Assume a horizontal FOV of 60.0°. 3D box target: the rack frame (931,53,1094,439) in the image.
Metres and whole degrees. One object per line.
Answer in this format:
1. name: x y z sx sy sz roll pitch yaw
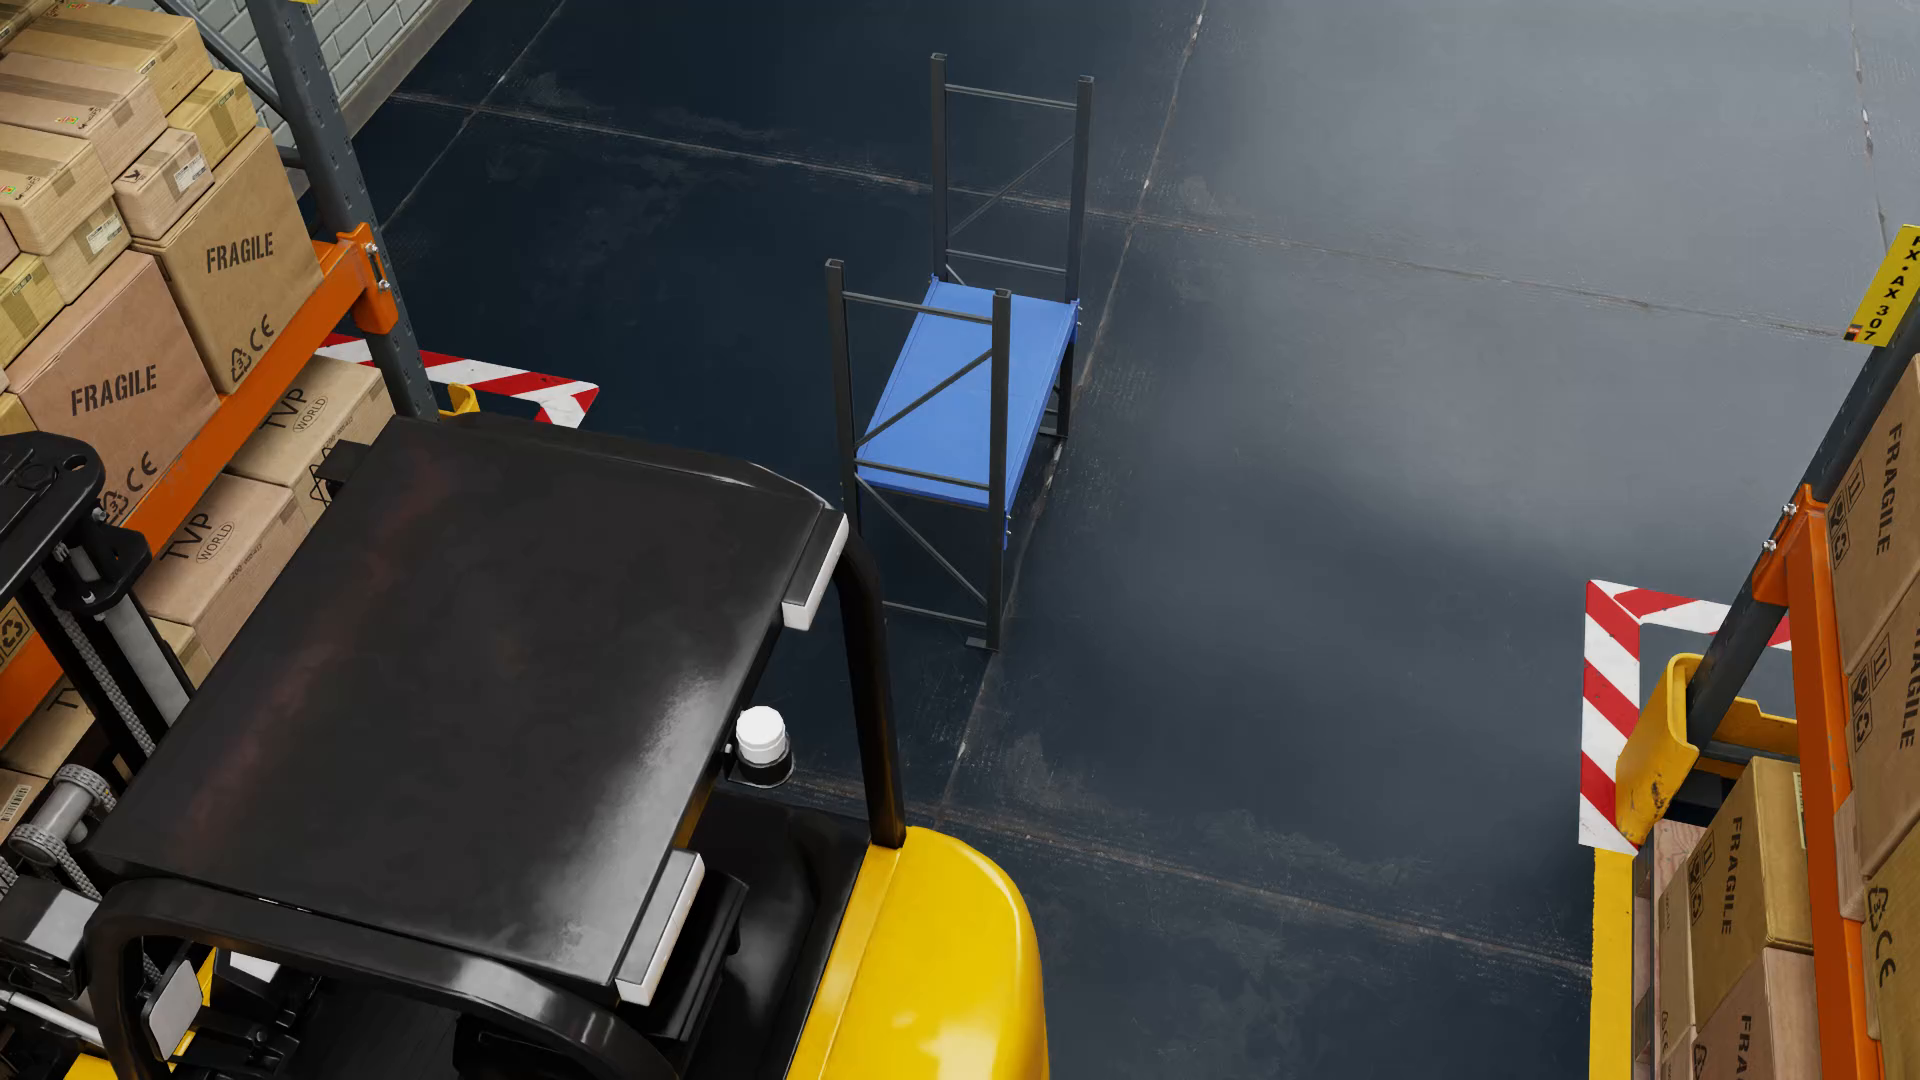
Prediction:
1. rack frame: 0.156 -0.926 5.567 0.500 1.500 0.032 12 50 10

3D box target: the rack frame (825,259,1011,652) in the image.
1. rack frame: -0.111 -0.190 4.918 0.500 1.500 0.032 12 50 10

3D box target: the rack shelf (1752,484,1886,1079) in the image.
1. rack shelf: 2.058 1.522 2.886 1.077 0.370 4.000 12 50 10

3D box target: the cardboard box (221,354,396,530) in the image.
1. cardboard box: -2.025 -0.304 4.905 0.500 0.250 0.500 13 50 11

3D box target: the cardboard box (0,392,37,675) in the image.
1. cardboard box: -2.361 -0.020 3.701 0.500 0.500 0.500 11 49 9

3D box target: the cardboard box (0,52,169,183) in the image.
1. cardboard box: -2.131 -1.000 3.934 0.380 0.149 0.250 12 50 10

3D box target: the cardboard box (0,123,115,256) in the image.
1. cardboard box: -2.174 -0.805 3.763 0.380 0.149 0.250 13 50 11

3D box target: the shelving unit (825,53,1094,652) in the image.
1. shelving unit: 0.022 -0.558 5.242 0.538 1.500 1.048 12 50 10

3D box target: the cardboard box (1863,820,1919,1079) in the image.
1. cardboard box: 1.926 0.738 2.833 0.500 0.500 0.500 11 49 9

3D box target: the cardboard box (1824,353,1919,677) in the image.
1. cardboard box: 2.193 -0.006 3.490 0.500 0.500 0.500 11 49 9

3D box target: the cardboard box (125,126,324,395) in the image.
1. cardboard box: -2.081 -0.764 4.357 0.500 0.500 0.500 11 49 9

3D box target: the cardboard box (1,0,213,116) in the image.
1. cardboard box: -2.096 -1.185 4.097 0.380 0.149 0.250 12 50 10

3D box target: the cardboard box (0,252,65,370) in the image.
1. cardboard box: -2.268 -0.537 3.724 0.380 0.149 0.250 11 50 10

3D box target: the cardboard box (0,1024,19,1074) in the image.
1. cardboard box: -2.425 0.979 4.105 0.500 0.250 0.500 11 50 10

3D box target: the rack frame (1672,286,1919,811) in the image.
1. rack frame: 2.585 -0.162 3.893 1.000 3.000 0.127 12 50 10

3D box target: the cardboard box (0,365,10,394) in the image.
1. cardboard box: -2.293 -0.335 3.546 0.380 0.149 0.250 10 49 9

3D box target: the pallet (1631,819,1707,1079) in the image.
1. pallet: 2.317 1.396 4.377 1.003 0.211 1.213 12 50 10

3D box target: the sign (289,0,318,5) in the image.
1. sign: -1.685 -1.484 4.128 0.100 0.325 0.005 12 50 10

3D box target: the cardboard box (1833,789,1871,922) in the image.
1. cardboard box: 1.984 0.661 3.333 0.380 0.149 0.250 12 50 11

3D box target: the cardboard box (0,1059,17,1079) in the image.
1. cardboard box: -2.558 1.345 3.783 0.500 0.250 0.500 11 50 10

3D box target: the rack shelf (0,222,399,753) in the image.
1. rack shelf: -2.731 0.546 3.748 1.077 0.370 4.000 12 50 10

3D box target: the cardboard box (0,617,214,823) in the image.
1. cardboard box: -2.277 0.433 4.254 0.500 0.250 0.500 12 50 11

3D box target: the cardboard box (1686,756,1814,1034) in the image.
1. cardboard box: 2.100 0.907 4.003 0.500 0.500 0.500 10 49 9

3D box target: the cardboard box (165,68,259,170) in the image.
1. cardboard box: -2.026 -1.081 4.204 0.380 0.149 0.250 12 50 11

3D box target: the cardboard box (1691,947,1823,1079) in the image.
1. cardboard box: 1.967 1.286 3.668 0.500 0.500 0.500 10 49 9

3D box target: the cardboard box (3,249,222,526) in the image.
1. cardboard box: -2.227 -0.391 4.028 0.500 0.500 0.500 13 50 11

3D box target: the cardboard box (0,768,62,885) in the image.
1. cardboard box: -2.418 0.798 3.932 0.500 0.250 0.500 11 49 9

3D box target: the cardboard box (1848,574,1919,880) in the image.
1. cardboard box: 2.059 0.369 3.158 0.500 0.500 0.500 13 50 11

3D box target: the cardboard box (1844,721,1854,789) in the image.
1. cardboard box: 2.095 0.487 3.487 0.380 0.149 0.250 10 49 9

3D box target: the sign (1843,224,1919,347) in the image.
1. sign: 2.061 -0.556 3.662 0.100 0.325 0.005 12 50 10

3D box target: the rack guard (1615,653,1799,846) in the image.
1. rack guard: 2.565 0.720 4.781 1.175 0.500 0.348 12 50 10

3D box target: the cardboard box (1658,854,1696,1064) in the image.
1. cardboard box: 2.106 1.137 4.299 0.500 0.250 0.500 11 50 10

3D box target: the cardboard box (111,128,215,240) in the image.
1. cardboard box: -2.064 -0.890 4.036 0.380 0.149 0.250 12 50 11

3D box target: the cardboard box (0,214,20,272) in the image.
1. cardboard box: -2.311 -0.640 3.617 0.380 0.149 0.250 12 50 10

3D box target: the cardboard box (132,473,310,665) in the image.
1. cardboard box: -2.154 0.066 4.578 0.500 0.250 0.500 12 50 11

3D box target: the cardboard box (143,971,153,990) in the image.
1. cardboard box: -2.419 1.132 4.304 0.500 0.250 0.500 13 50 11

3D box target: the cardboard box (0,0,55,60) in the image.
1. cardboard box: -2.499 -1.285 4.185 0.380 0.149 0.250 11 49 9

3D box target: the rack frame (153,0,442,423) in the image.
1. rack frame: -2.205 -1.139 4.755 1.000 3.000 0.127 12 50 10

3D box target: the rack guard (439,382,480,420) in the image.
1. rack guard: -2.199 -0.329 5.707 1.175 0.500 0.348 12 50 10

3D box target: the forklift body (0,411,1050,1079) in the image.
1. forklift body: -0.944 0.873 3.545 2.313 2.155 1.214 12 50 10

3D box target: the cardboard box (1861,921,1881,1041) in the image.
1. cardboard box: 1.948 0.855 3.162 0.380 0.149 0.250 13 50 11

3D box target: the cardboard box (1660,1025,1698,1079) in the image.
1. cardboard box: 1.964 1.505 3.975 0.500 0.250 0.500 13 50 11

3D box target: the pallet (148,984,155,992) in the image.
1. pallet: -2.689 1.225 4.528 1.003 0.211 1.213 12 50 10

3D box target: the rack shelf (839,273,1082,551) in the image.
1. rack shelf: 0.022 -0.439 5.377 0.538 0.185 1.000 12 50 10

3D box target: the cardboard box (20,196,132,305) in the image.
1. cardboard box: -2.192 -0.714 3.881 0.380 0.149 0.250 12 50 11
